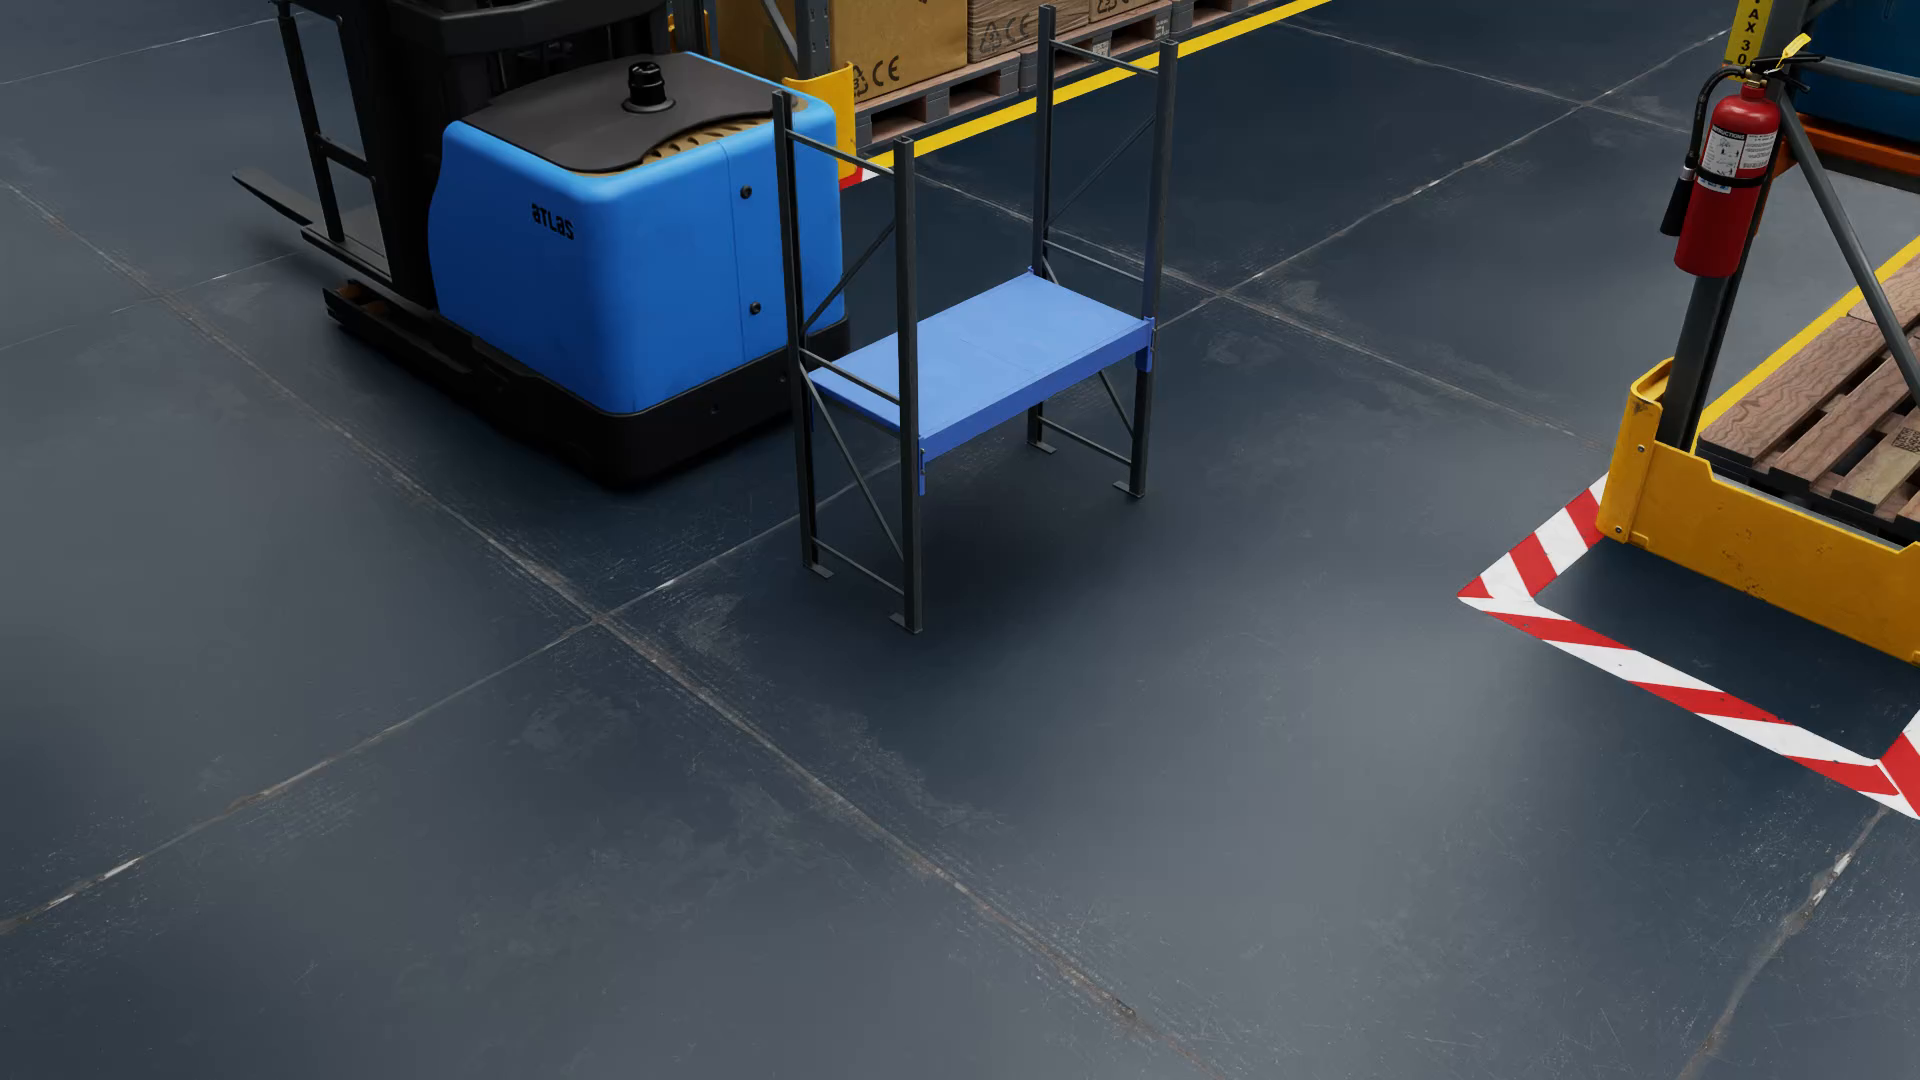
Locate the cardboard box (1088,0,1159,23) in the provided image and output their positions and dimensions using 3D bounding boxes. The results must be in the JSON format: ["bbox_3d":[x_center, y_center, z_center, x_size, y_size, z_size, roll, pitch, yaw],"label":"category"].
[{"bbox_3d":[0.693,-3.438,9.047,0.875,0.875,0.875,30,45,35],"label":"cardboard box"}]

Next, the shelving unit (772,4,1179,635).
[{"bbox_3d":[0.060,-0.650,4.871,0.538,1.500,1.048,30,45,35],"label":"shelving unit"}]

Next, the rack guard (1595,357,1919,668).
[{"bbox_3d":[2.538,-0.078,4.924,1.175,0.500,0.348,30,45,35],"label":"rack guard"}]

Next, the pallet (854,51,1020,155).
[{"bbox_3d":[-0.462,-2.326,8.401,1.003,0.211,1.213,30,45,35],"label":"pallet"}]

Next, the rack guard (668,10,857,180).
[{"bbox_3d":[-0.986,-2.079,7.794,1.175,0.500,0.348,30,45,35],"label":"rack guard"}]

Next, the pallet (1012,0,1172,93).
[{"bbox_3d":[0.398,-2.819,9.108,1.003,0.211,1.213,30,45,35],"label":"pallet"}]

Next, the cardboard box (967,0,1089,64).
[{"bbox_3d":[0.066,-3.076,8.529,0.875,0.875,0.875,30,45,35],"label":"cardboard box"}]

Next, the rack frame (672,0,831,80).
[{"bbox_3d":[-0.970,-3.114,7.093,1.000,3.000,0.127,30,45,35],"label":"rack frame"}]

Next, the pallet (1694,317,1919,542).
[{"bbox_3d":[3.154,-0.293,5.486,1.003,0.211,1.213,30,45,35],"label":"pallet"}]

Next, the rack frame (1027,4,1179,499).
[{"bbox_3d":[0.418,-0.856,5.167,0.500,1.500,0.032,30,45,35],"label":"rack frame"}]

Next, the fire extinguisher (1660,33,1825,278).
[{"bbox_3d":[2.117,-1.055,4.534,0.296,0.674,0.183,30,45,35],"label":"fire extinguisher"}]

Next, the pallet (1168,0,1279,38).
[{"bbox_3d":[1.257,-3.317,9.822,1.003,0.211,1.213,30,45,35],"label":"pallet"}]

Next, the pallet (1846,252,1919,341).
[{"bbox_3d":[4.013,-0.786,6.193,1.003,0.211,1.213,30,45,35],"label":"pallet"}]

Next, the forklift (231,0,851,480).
[{"bbox_3d":[-1.799,-2.130,5.742,3.031,2.935,1.130,29,44,35],"label":"forklift"}]

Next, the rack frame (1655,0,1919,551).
[{"bbox_3d":[2.545,-1.118,4.231,1.000,3.000,0.127,30,45,35],"label":"rack frame"}]

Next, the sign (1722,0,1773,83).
[{"bbox_3d":[2.144,-1.400,4.492,0.100,0.325,0.005,30,45,35],"label":"sign"}]

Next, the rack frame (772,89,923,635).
[{"bbox_3d":[-0.298,-0.443,4.575,0.500,1.500,0.032,30,45,35],"label":"rack frame"}]

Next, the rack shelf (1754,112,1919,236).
[{"bbox_3d":[3.954,-1.635,5.601,1.077,0.370,4.000,30,45,35],"label":"rack shelf"}]

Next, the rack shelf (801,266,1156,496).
[{"bbox_3d":[0.060,-0.502,4.974,0.538,0.185,1.000,30,45,35],"label":"rack shelf"}]

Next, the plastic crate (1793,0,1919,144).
[{"bbox_3d":[2.649,-1.368,4.506,0.616,0.435,0.499,30,45,35],"label":"plastic crate"}]

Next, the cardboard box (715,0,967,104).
[{"bbox_3d":[-0.575,-2.707,7.999,0.875,0.875,0.875,30,45,35],"label":"cardboard box"}]
